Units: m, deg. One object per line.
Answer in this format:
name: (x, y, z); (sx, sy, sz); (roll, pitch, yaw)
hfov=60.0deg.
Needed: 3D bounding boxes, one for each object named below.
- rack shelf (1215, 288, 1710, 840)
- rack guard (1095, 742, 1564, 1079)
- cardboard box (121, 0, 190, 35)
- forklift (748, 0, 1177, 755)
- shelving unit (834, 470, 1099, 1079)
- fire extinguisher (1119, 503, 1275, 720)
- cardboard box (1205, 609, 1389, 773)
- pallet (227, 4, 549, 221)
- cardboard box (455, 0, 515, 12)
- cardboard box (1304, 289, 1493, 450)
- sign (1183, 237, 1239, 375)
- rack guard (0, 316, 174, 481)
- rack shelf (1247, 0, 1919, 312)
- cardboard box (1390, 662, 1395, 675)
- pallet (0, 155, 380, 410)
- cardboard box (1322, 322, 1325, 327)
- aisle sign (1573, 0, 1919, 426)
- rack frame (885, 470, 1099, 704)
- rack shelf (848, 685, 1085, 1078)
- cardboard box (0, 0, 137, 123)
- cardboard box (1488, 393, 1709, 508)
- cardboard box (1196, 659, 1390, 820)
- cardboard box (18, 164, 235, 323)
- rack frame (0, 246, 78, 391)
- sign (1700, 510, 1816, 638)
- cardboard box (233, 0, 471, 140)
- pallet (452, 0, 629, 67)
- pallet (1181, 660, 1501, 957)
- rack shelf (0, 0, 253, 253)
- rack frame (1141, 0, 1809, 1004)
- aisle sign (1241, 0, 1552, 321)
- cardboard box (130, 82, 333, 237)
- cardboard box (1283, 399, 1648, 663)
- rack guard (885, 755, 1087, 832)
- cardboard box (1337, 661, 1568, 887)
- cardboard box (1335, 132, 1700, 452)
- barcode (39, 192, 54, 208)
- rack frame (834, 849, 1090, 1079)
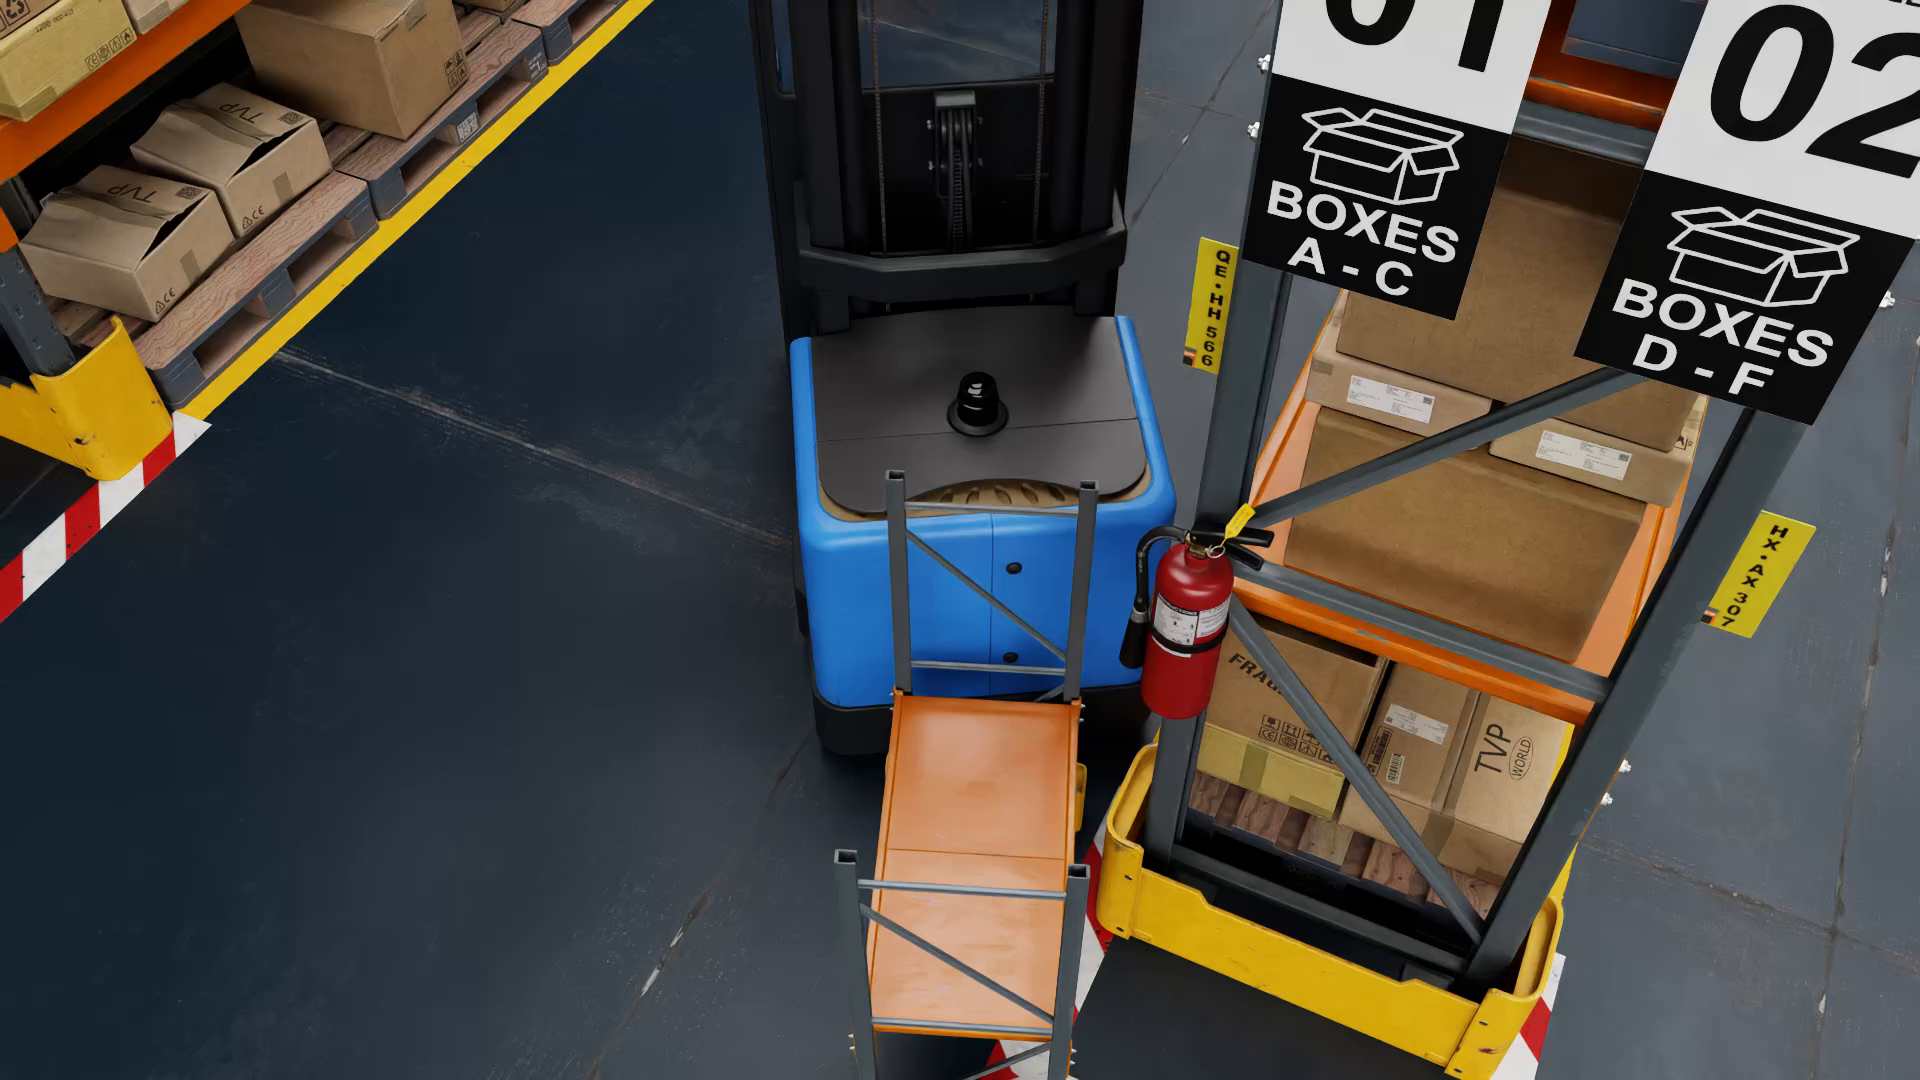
rack shelf: (1.838, -0.955, 5.066); (1.077, 0.370, 4.000); (20, 52, 16)
rack guard: (0.973, 1.015, 4.558); (1.175, 0.500, 0.348); (20, 52, 16)
cardboard box: (-2.792, -1.973, 5.545); (0.500, 0.250, 0.500); (18, 52, 15)
forklift: (-0.062, -1.423, 5.037); (1.130, 2.935, 3.031); (-4, 50, -4)
shelving unit: (0.040, 0.725, 4.149); (0.587, 1.500, 1.083); (3, 50, 3)
fire extinguisher: (0.513, 0.144, 3.709); (0.296, 0.674, 0.183); (20, 52, 16)
cardboard box: (0.944, 0.235, 4.618); (0.500, 0.500, 0.500); (20, 52, 16)
pallet: (-2.563, -1.954, 7.274); (1.003, 0.211, 1.213); (20, 52, 16)
cardboard box: (-2.195, -2.780, 7.498); (0.500, 0.500, 0.500); (16, 52, 13)
cardboard box: (0.975, -0.379, 3.611); (0.380, 0.149, 0.250); (19, 52, 15)
sign: (0.499, -0.449, 3.247); (0.100, 0.325, 0.005); (20, 52, 16)
rack guard: (-3.464, -0.663, 5.986); (1.175, 0.500, 0.348); (20, 52, 16)
rack shelf: (1.838, -1.927, 3.923); (1.077, 0.370, 4.000); (20, 52, 16)
cardboard box: (1.624, 0.301, 5.054); (0.500, 0.250, 0.500); (20, 52, 16)
pallet: (-3.085, -1.117, 6.562); (1.003, 0.211, 1.213); (20, 52, 16)
cardboard box: (1.358, -0.459, 5.208); (0.500, 0.500, 0.500); (20, 52, 16)
aisle sign: (1.232, -0.509, 2.506); (0.394, 0.787, 0.004); (20, 52, 16)
rack frame: (0.075, 0.345, 4.471); (0.500, 1.500, 0.032); (3, 50, 3)
rack shelf: (0.040, 0.848, 4.280); (0.538, 0.185, 1.000); (3, 50, 3)
cardboard box: (-3.001, -1.611, 5.237); (0.500, 0.250, 0.500); (18, 52, 15)
cardboard box: (1.346, -0.254, 3.505); (0.380, 0.149, 0.250); (19, 52, 16)
cardboard box: (0.946, 0.478, 4.903); (0.500, 0.250, 0.500); (20, 52, 16)
cardboard box: (-3.120, -1.139, 6.226); (0.500, 0.311, 0.500); (14, 51, 12)
rack frame: (-3.497, -1.420, 4.989); (1.000, 3.000, 0.127); (20, 52, 16)
sign: (1.483, 0.067, 3.103); (0.100, 0.325, 0.005); (20, 52, 16)
cardboard box: (-2.518, -2.082, 6.904); (0.700, 0.500, 0.500); (17, 52, 14)
pallet: (-2.043, -2.797, 7.992); (1.003, 0.211, 1.213); (20, 52, 16)
pallet: (1.272, 0.552, 5.141); (1.003, 0.211, 1.213); (20, 52, 16)
rack shelf: (-2.642, -2.565, 6.435); (1.077, 0.370, 4.000); (20, 52, 16)
rack frame: (0.984, 0.189, 3.620); (1.000, 3.000, 0.127); (20, 52, 16)
aisle sign: (0.690, -0.704, 2.673); (0.394, 0.787, 0.004); (20, 52, 16)
cardboard box: (-2.876, -1.531, 6.560); (0.500, 0.311, 0.500); (24, 54, 19)
cardboard box: (1.195, -0.161, 3.852); (0.700, 0.500, 0.500); (20, 52, 16)
rack guard: (0.075, 0.751, 4.947); (0.587, 0.250, 0.087); (3, 50, 3)
cardboard box: (1.414, 0.647, 4.760); (0.500, 0.250, 0.500); (20, 52, 16)
cardboard box: (1.217, -0.618, 3.389); (0.700, 0.500, 0.500); (20, 52, 16)
barcode: (-3.474, -1.284, 6.344); (0.001, 0.075, 0.075); (20, 52, 16)
rack frame: (0.004, 1.118, 3.814); (0.500, 1.500, 0.032); (3, 50, 3)
